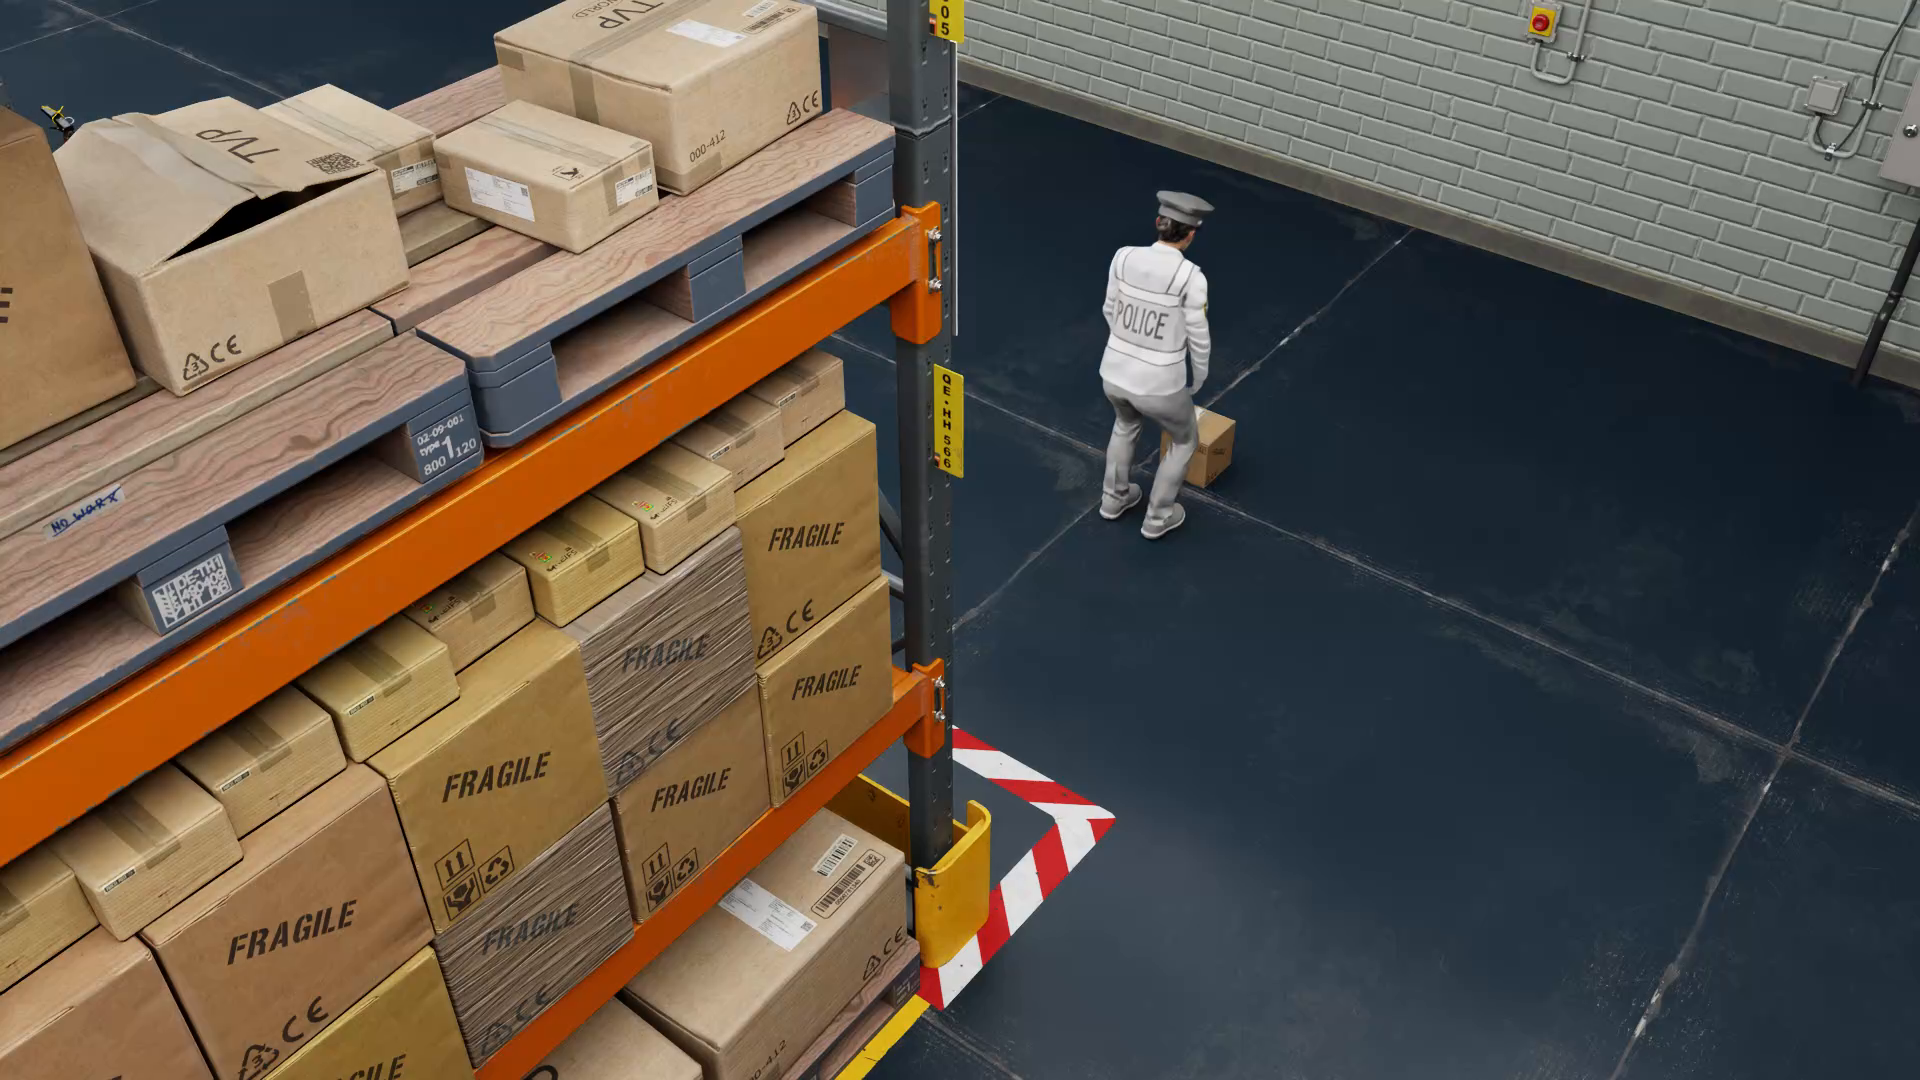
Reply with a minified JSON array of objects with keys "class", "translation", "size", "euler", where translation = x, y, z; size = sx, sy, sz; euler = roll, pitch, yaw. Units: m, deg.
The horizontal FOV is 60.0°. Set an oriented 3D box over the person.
[{"class":"person","translation":[0.826,-0.740,7.157],"size":[0.520,1.559,0.548],"euler":[27,46,29]}]
